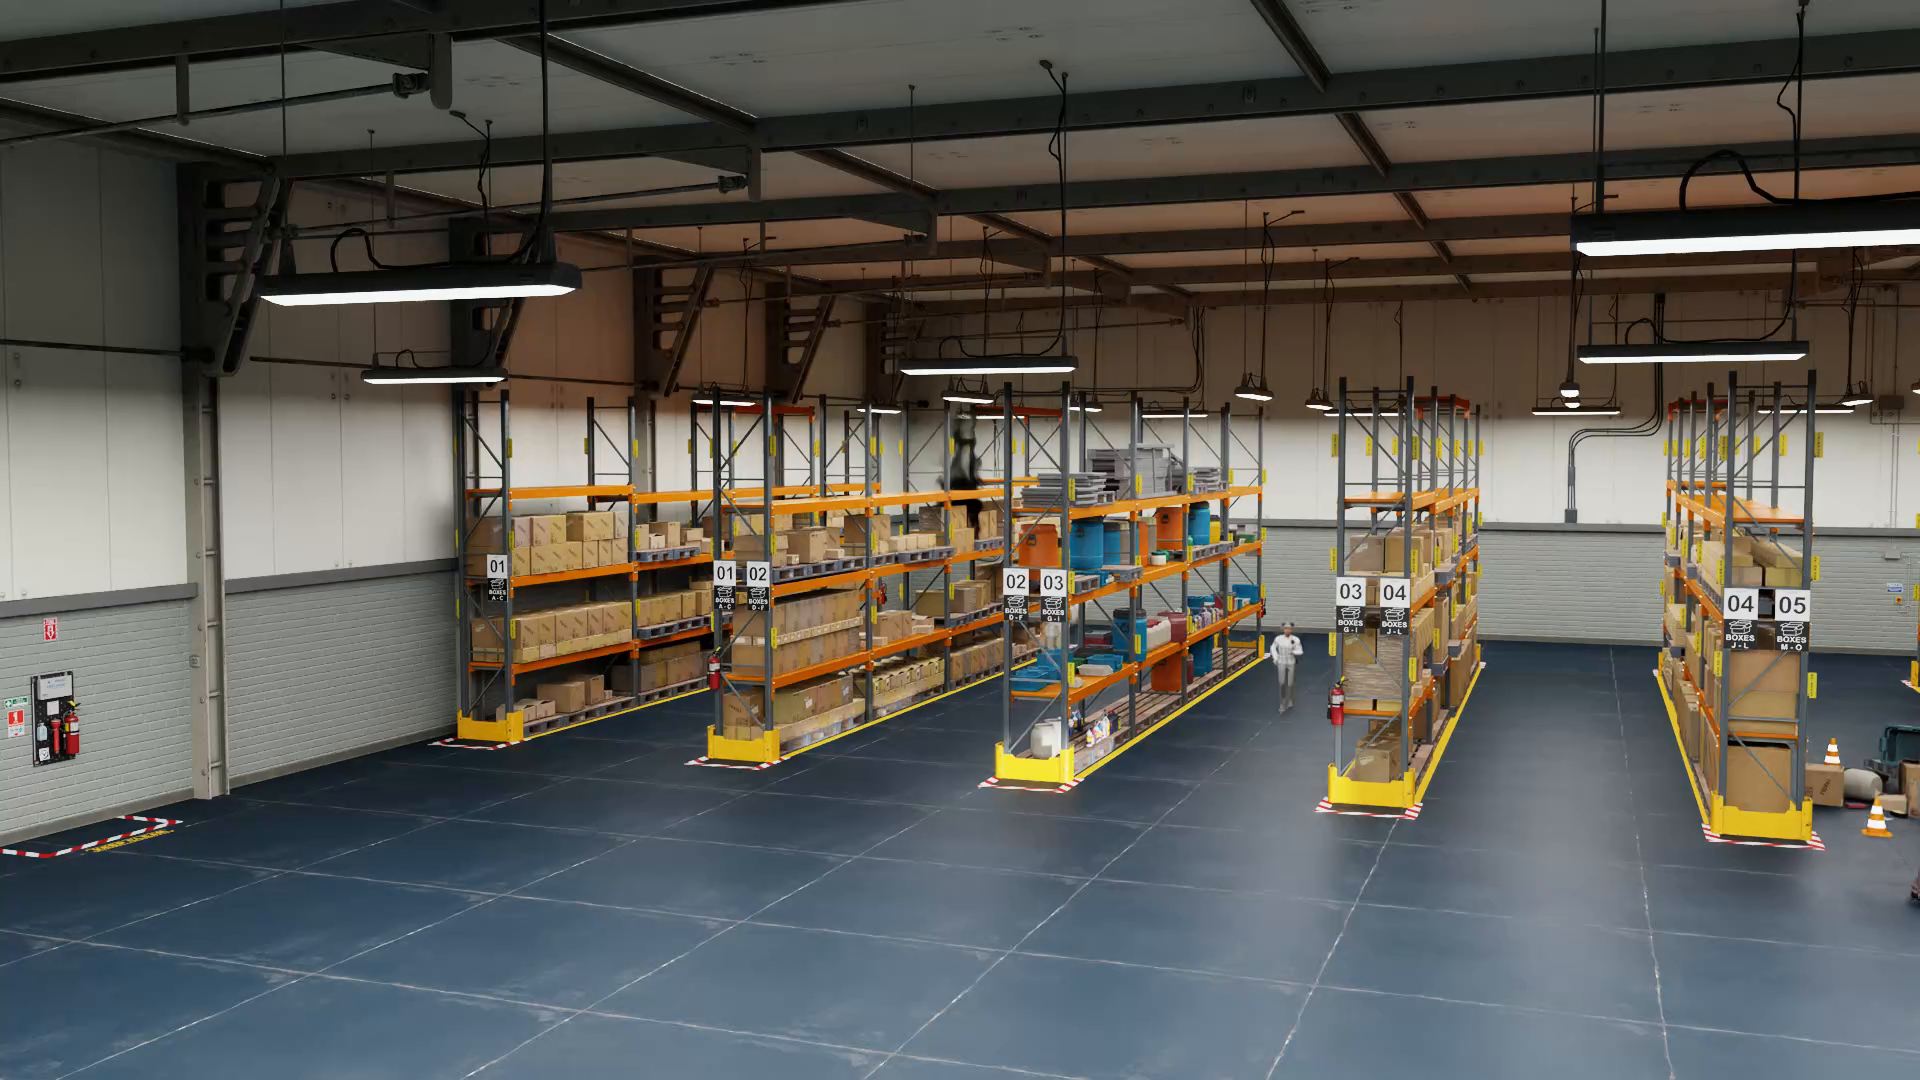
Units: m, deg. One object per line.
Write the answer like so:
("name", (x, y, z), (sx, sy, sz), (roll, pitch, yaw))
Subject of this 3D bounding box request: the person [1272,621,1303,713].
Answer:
("person", (6.245, 2.411, 31.755), (0.602, 1.746, 0.728), (1, 3, 14))

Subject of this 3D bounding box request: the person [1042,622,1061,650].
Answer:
("person", (1.948, 2.031, 34.144), (0.577, 1.744, 0.668), (0, 3, 6))

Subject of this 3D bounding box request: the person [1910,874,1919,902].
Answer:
("person", (10.662, 3.168, 17.934), (0.658, 1.770, 0.734), (-1, 3, -22))
